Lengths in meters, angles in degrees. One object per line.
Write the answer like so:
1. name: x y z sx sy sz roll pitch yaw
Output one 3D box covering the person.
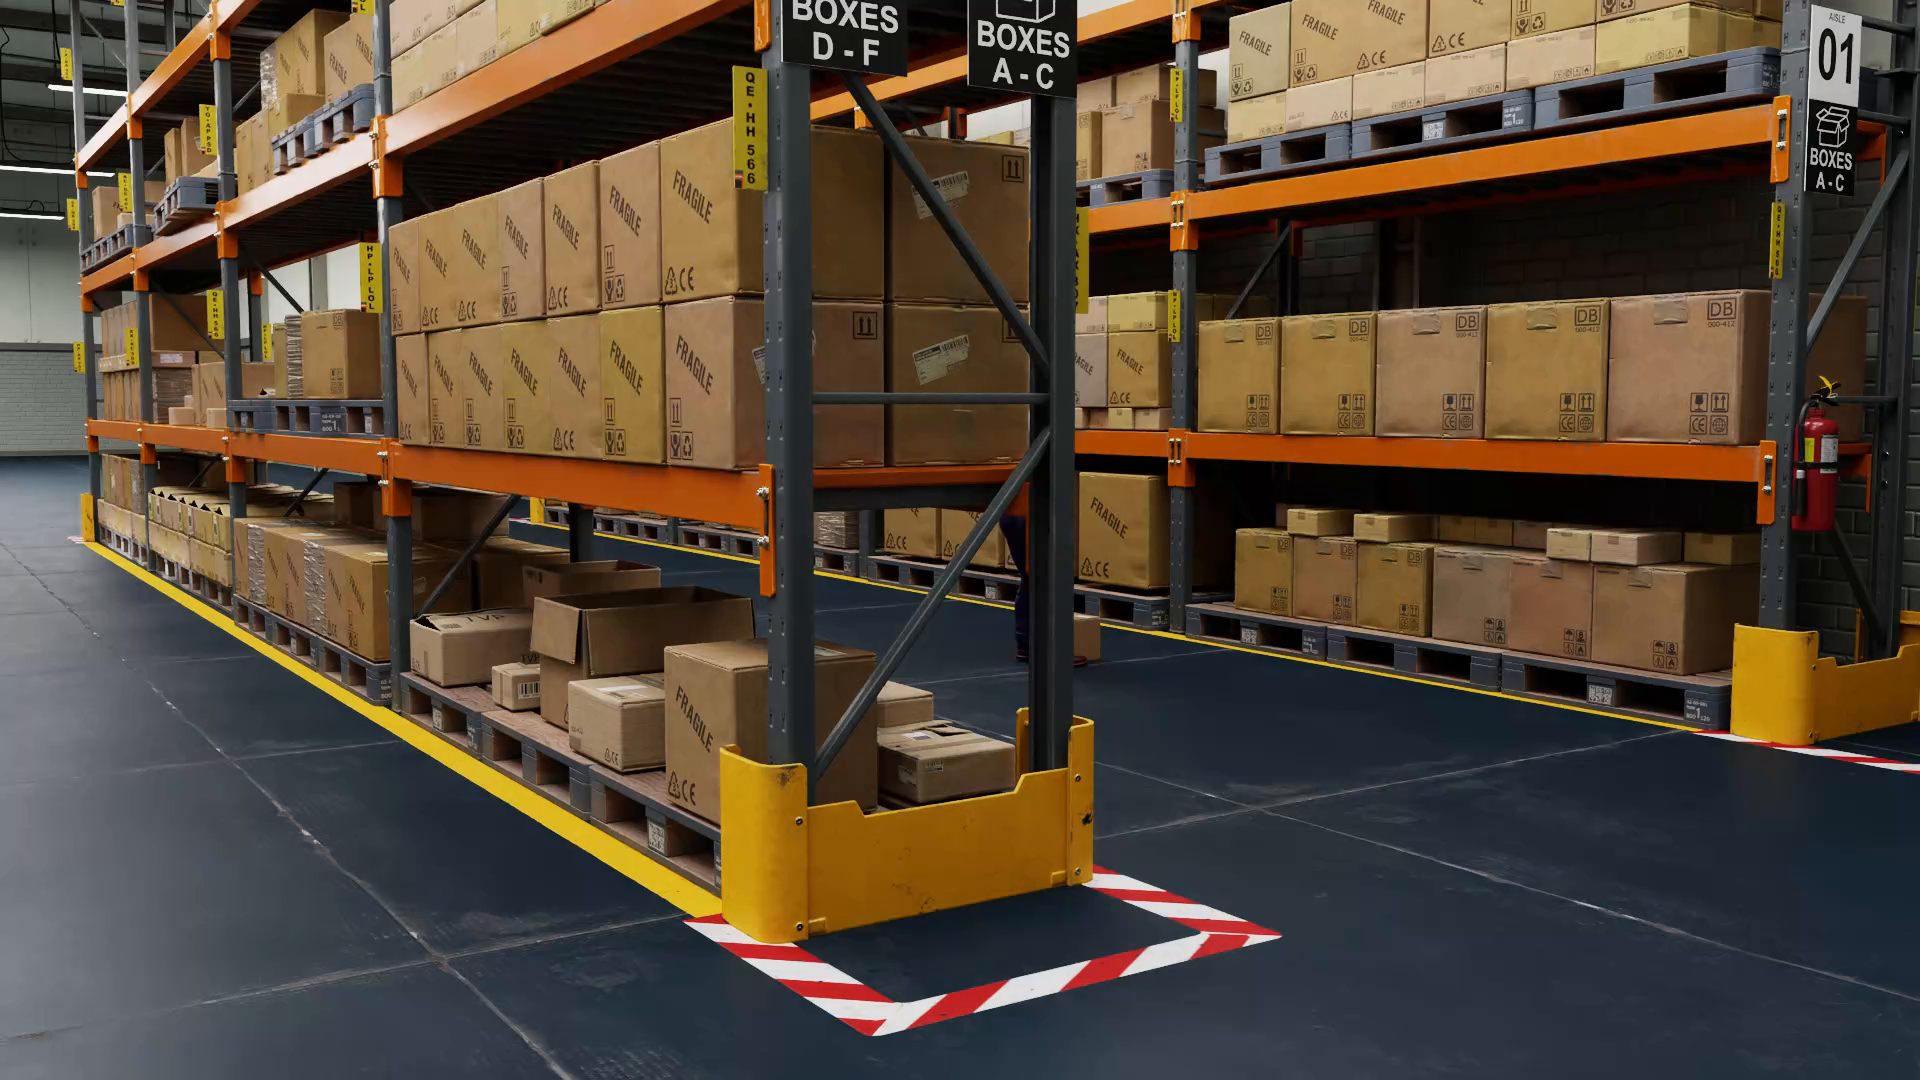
1. person: 0.469 -0.117 9.526 0.412 1.652 0.539 -3 6 -33
